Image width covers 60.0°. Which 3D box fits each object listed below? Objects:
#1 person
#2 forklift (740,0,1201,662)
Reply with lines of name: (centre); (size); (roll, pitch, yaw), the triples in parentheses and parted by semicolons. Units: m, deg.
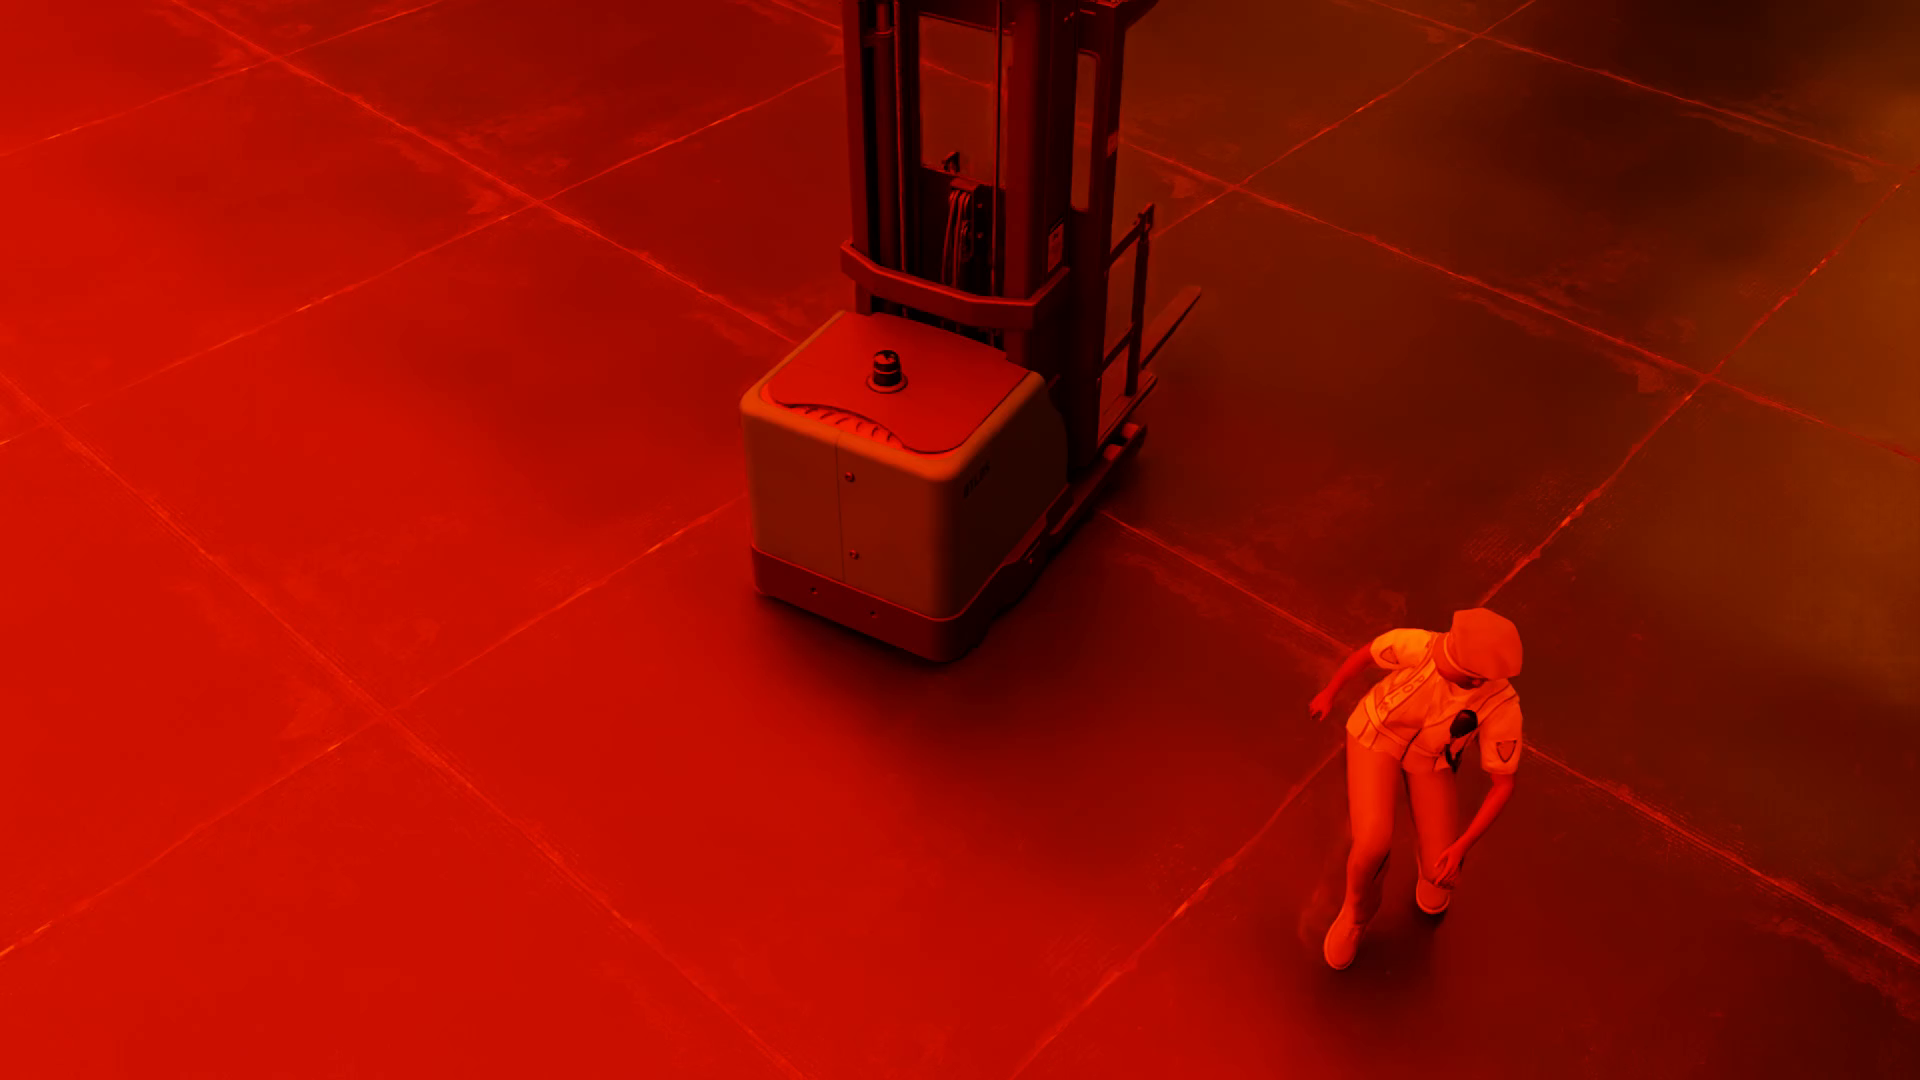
person: (1.502, 0.799, 5.625); (0.687, 1.459, 0.704); (9, 42, 11)
forklift: (0.256, -1.546, 7.230); (1.130, 2.935, 3.031); (20, 45, 22)
